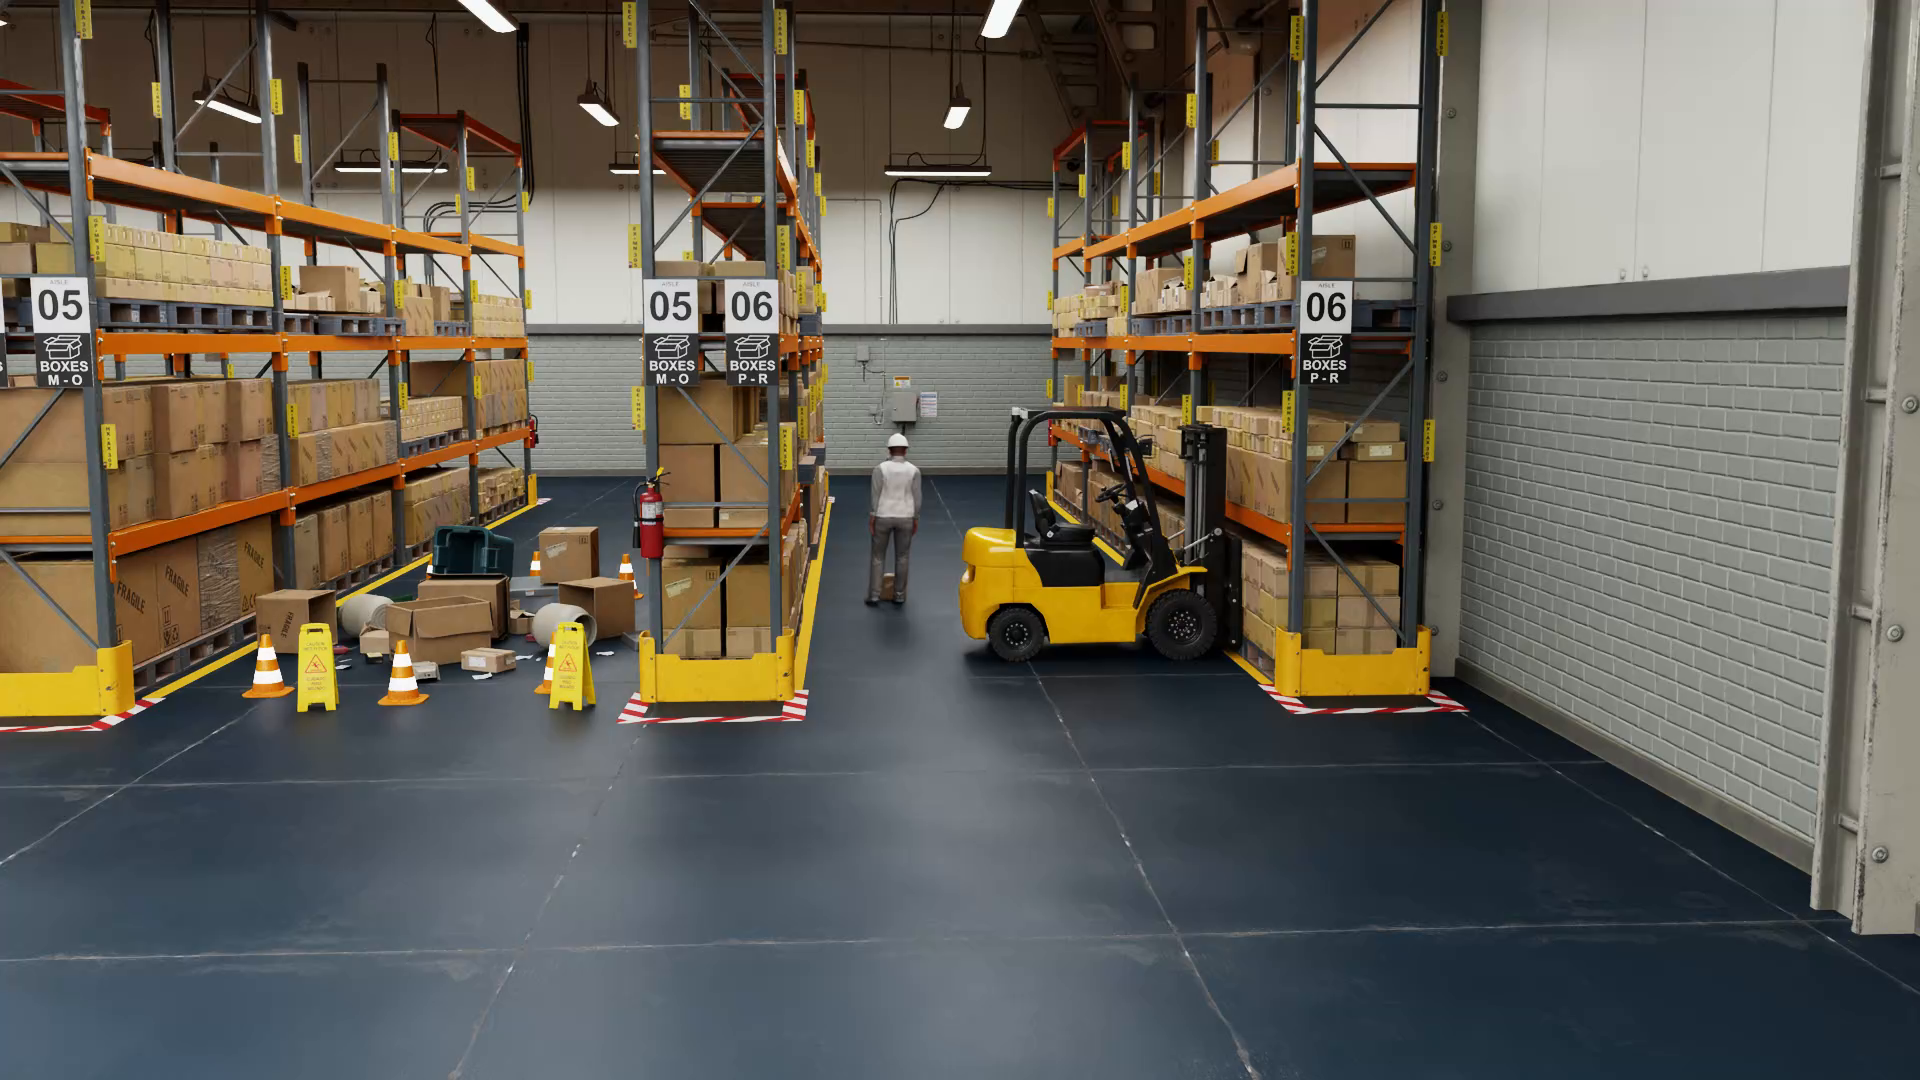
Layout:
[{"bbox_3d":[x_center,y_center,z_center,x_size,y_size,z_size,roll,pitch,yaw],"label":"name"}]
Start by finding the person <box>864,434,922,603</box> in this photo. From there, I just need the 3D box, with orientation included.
[{"bbox_3d":[-0.699,-0.215,17.366,0.590,1.794,0.460,-1,7,-9],"label":"person"}]
